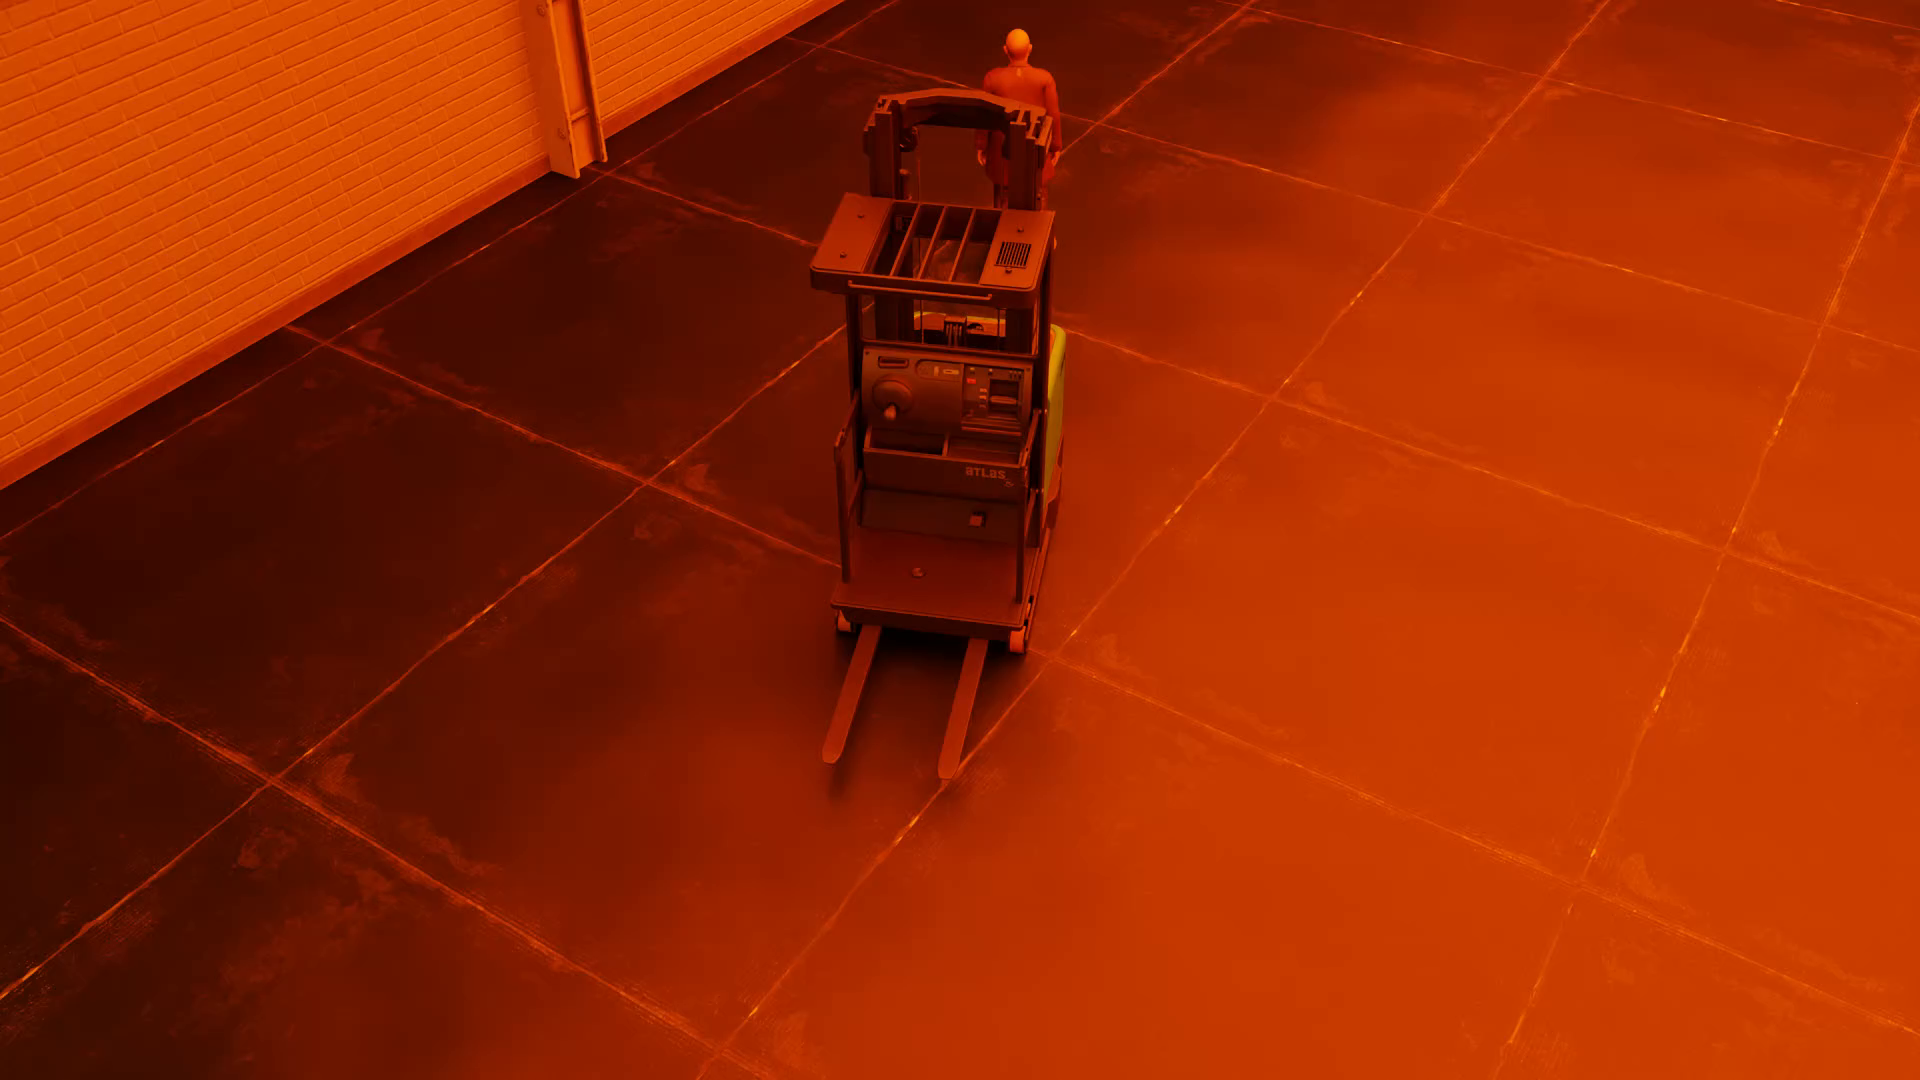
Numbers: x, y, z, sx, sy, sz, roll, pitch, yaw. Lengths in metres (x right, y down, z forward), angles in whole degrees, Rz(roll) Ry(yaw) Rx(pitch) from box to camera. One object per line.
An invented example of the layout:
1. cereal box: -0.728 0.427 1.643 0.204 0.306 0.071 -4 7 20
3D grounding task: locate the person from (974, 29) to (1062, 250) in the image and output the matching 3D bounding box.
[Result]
1. person: 0.429 -2.893 12.276 0.651 1.773 0.435 4 40 4

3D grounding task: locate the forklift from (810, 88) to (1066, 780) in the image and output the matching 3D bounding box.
1. forklift: -0.108 -0.731 8.830 1.130 2.935 3.031 7 41 8
